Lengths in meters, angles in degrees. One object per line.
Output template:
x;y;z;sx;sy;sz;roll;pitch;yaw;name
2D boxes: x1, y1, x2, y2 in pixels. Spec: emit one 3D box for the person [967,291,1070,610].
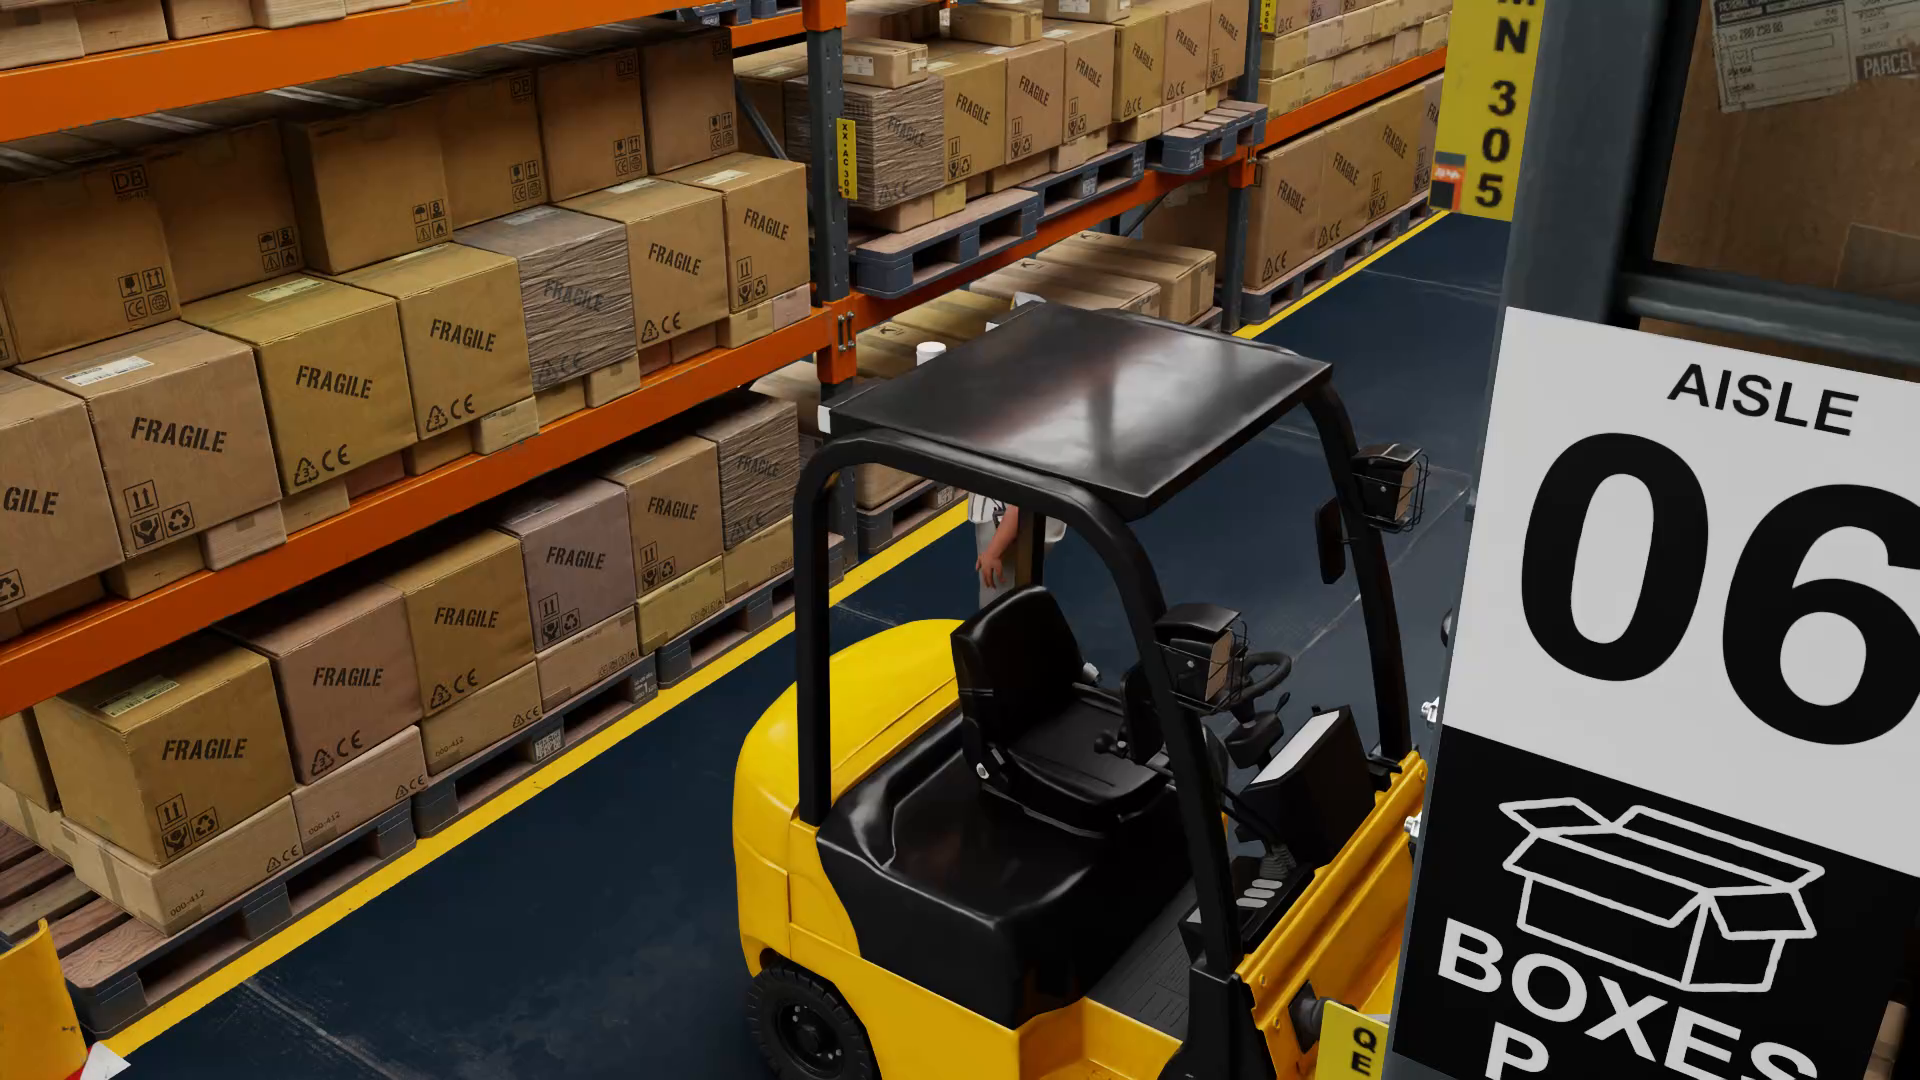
0.135;-0.094;6.241;0.574;1.780;0.640;5;27;9;person
